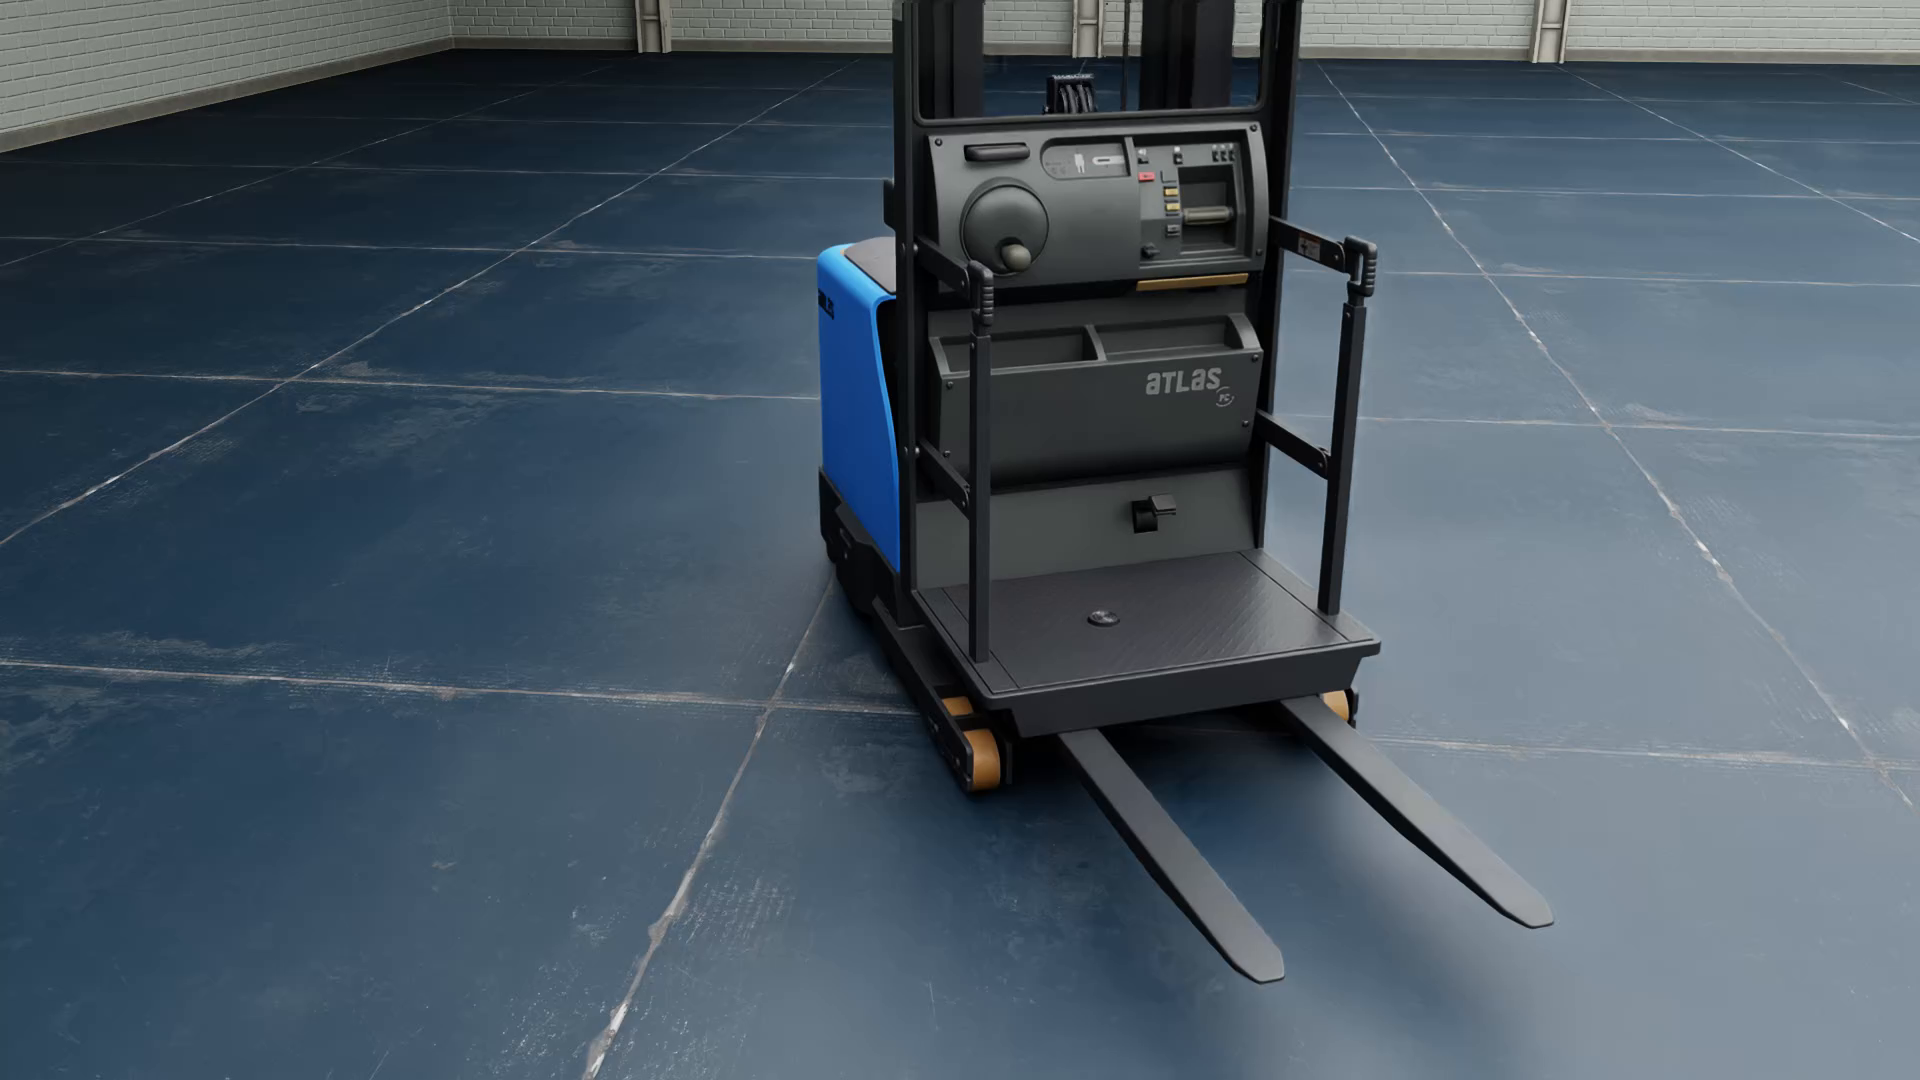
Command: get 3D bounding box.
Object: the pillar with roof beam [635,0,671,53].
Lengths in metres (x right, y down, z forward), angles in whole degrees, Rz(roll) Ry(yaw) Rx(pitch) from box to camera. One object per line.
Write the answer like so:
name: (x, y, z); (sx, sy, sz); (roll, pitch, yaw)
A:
pillar with roof beam: (-4.745, -9.404, 17.487); (0.400, 9.000, 9.100); (2, 22, 6)

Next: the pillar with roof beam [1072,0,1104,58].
pillar with roof beam: (1.214, -9.144, 16.830); (0.400, 9.000, 9.100); (2, 22, 6)

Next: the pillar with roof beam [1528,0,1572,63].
pillar with roof beam: (7.172, -8.885, 16.174); (0.400, 9.000, 9.100); (2, 22, 6)

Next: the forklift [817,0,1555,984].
forklift: (0.439, -0.875, 4.167); (1.130, 2.935, 3.031); (-7, 22, -16)
